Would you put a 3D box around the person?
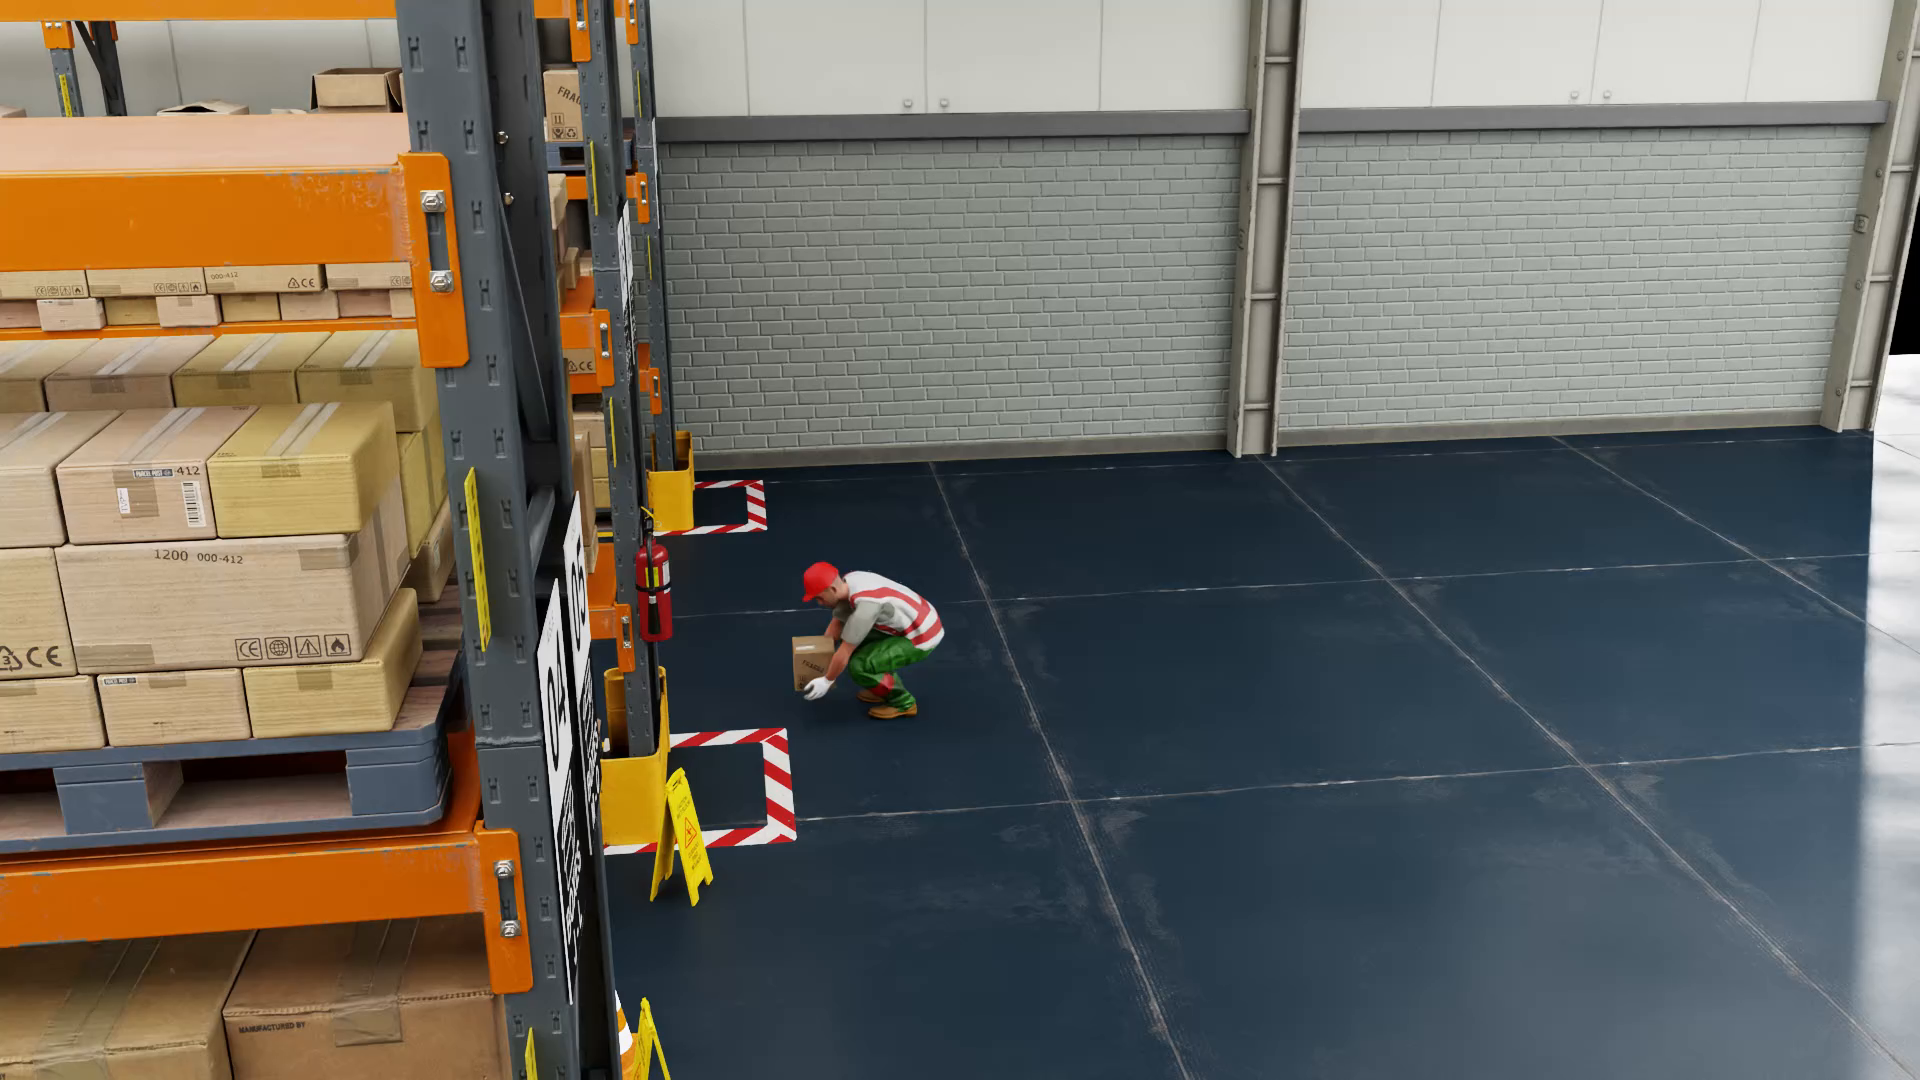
[{"bbox_3d":[-0.538,0.581,10.090,0.884,1.006,0.567,-3,20,-8],"label":"person"}]
